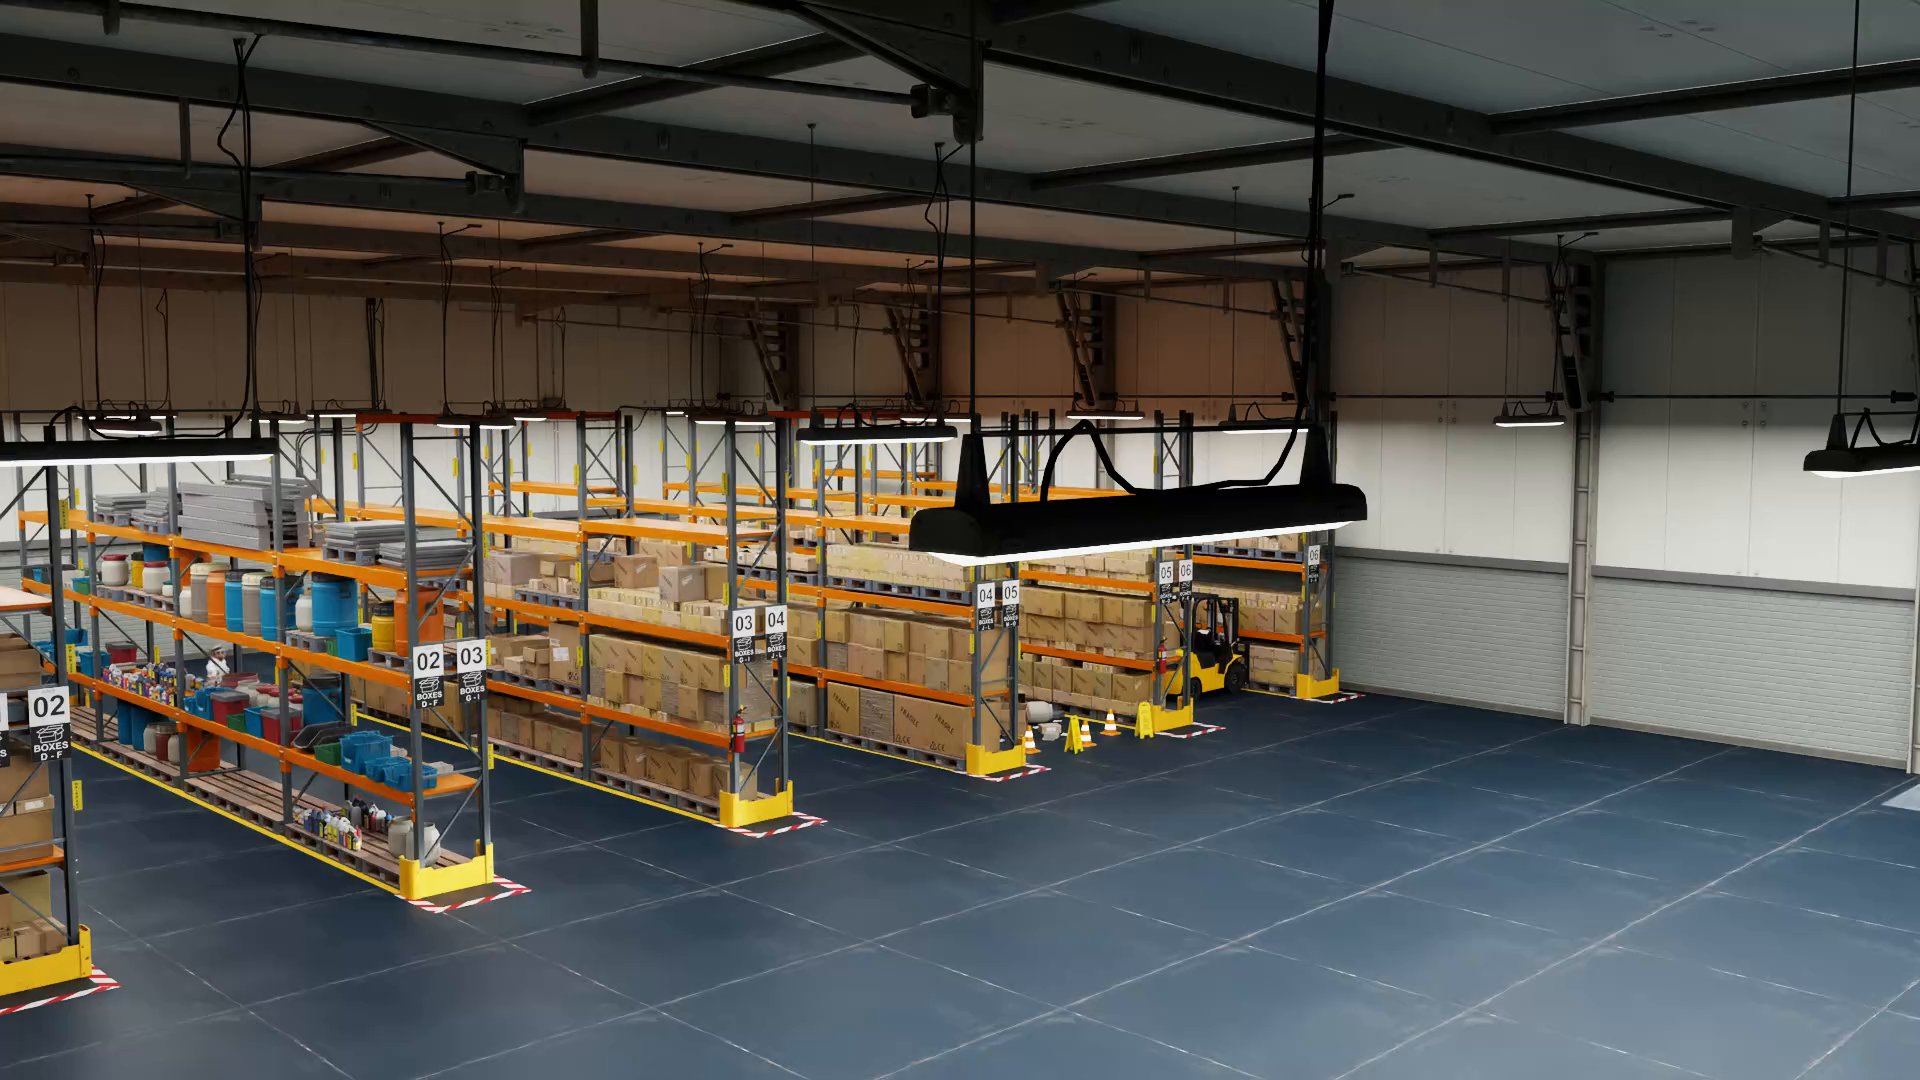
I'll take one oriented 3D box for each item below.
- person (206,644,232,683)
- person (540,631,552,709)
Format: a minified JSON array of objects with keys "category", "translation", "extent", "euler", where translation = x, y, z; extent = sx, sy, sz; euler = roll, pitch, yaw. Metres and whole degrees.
[{"category":"person","translation":[-13.704,2.780,30.780],"extent":[1.040,1.707,0.523],"euler":[3,6,33]},{"category":"person","translation":[-8.482,2.629,33.827],"extent":[0.555,1.589,0.644],"euler":[-4,6,-39]}]
